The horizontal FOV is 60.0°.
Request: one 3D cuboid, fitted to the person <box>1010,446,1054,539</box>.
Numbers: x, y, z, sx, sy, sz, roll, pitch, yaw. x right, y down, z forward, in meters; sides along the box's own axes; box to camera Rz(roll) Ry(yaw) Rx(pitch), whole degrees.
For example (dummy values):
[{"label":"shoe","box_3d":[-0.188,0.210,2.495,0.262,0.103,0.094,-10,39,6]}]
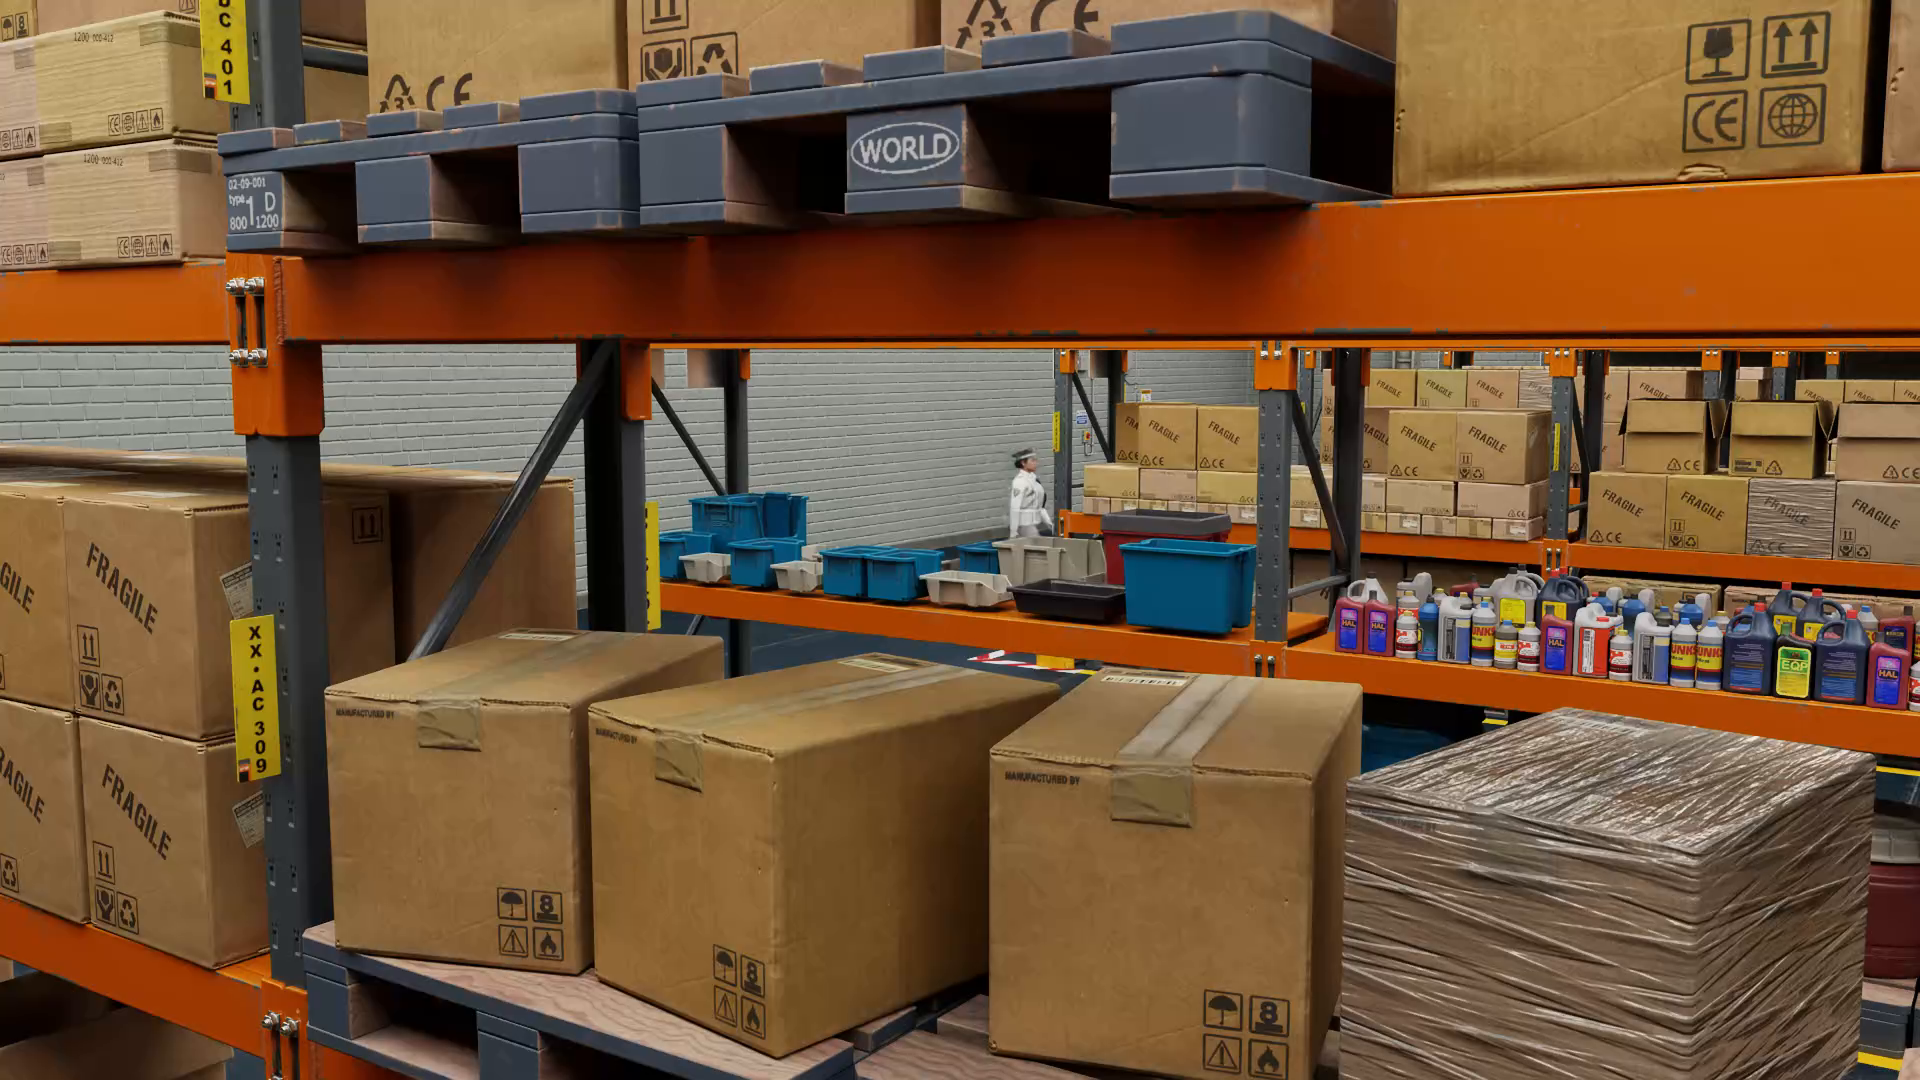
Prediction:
[{"label":"person","box_3d":[0.763,-0.159,17.162,1.005,1.627,0.498,2,7,13]}]
